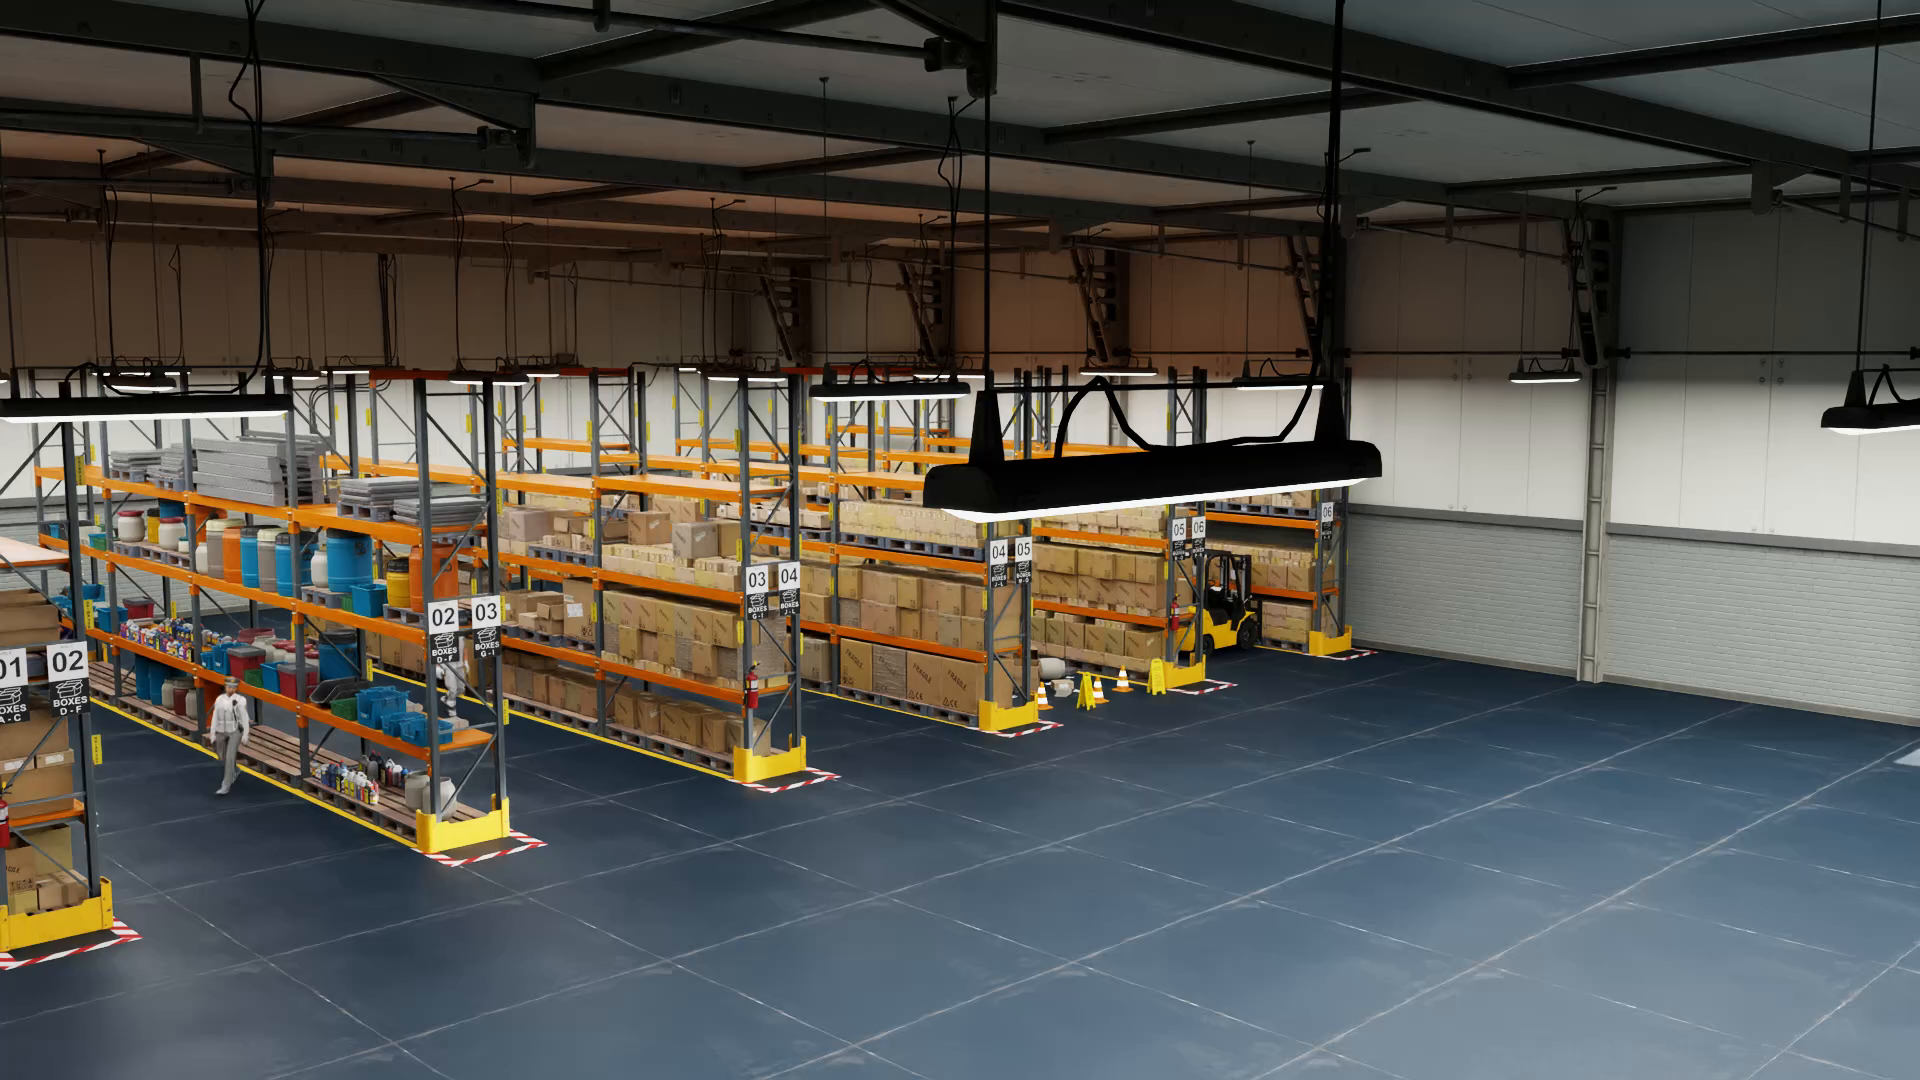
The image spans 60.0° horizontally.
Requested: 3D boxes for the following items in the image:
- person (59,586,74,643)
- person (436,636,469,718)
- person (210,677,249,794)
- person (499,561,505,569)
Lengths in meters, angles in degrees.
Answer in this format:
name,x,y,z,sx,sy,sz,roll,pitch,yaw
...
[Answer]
name,x,y,z,sx,sy,sz,roll,pitch,yaw
person,-18.158,1.713,33.802,0.485,1.575,1.022,6,9,42
person,-8.845,2.218,28.782,0.689,1.767,0.628,4,8,34
person,-10.549,2.792,24.022,0.510,1.643,0.802,1,6,5
person,-11.267,0.925,40.655,0.899,1.634,0.453,-1,7,-8
